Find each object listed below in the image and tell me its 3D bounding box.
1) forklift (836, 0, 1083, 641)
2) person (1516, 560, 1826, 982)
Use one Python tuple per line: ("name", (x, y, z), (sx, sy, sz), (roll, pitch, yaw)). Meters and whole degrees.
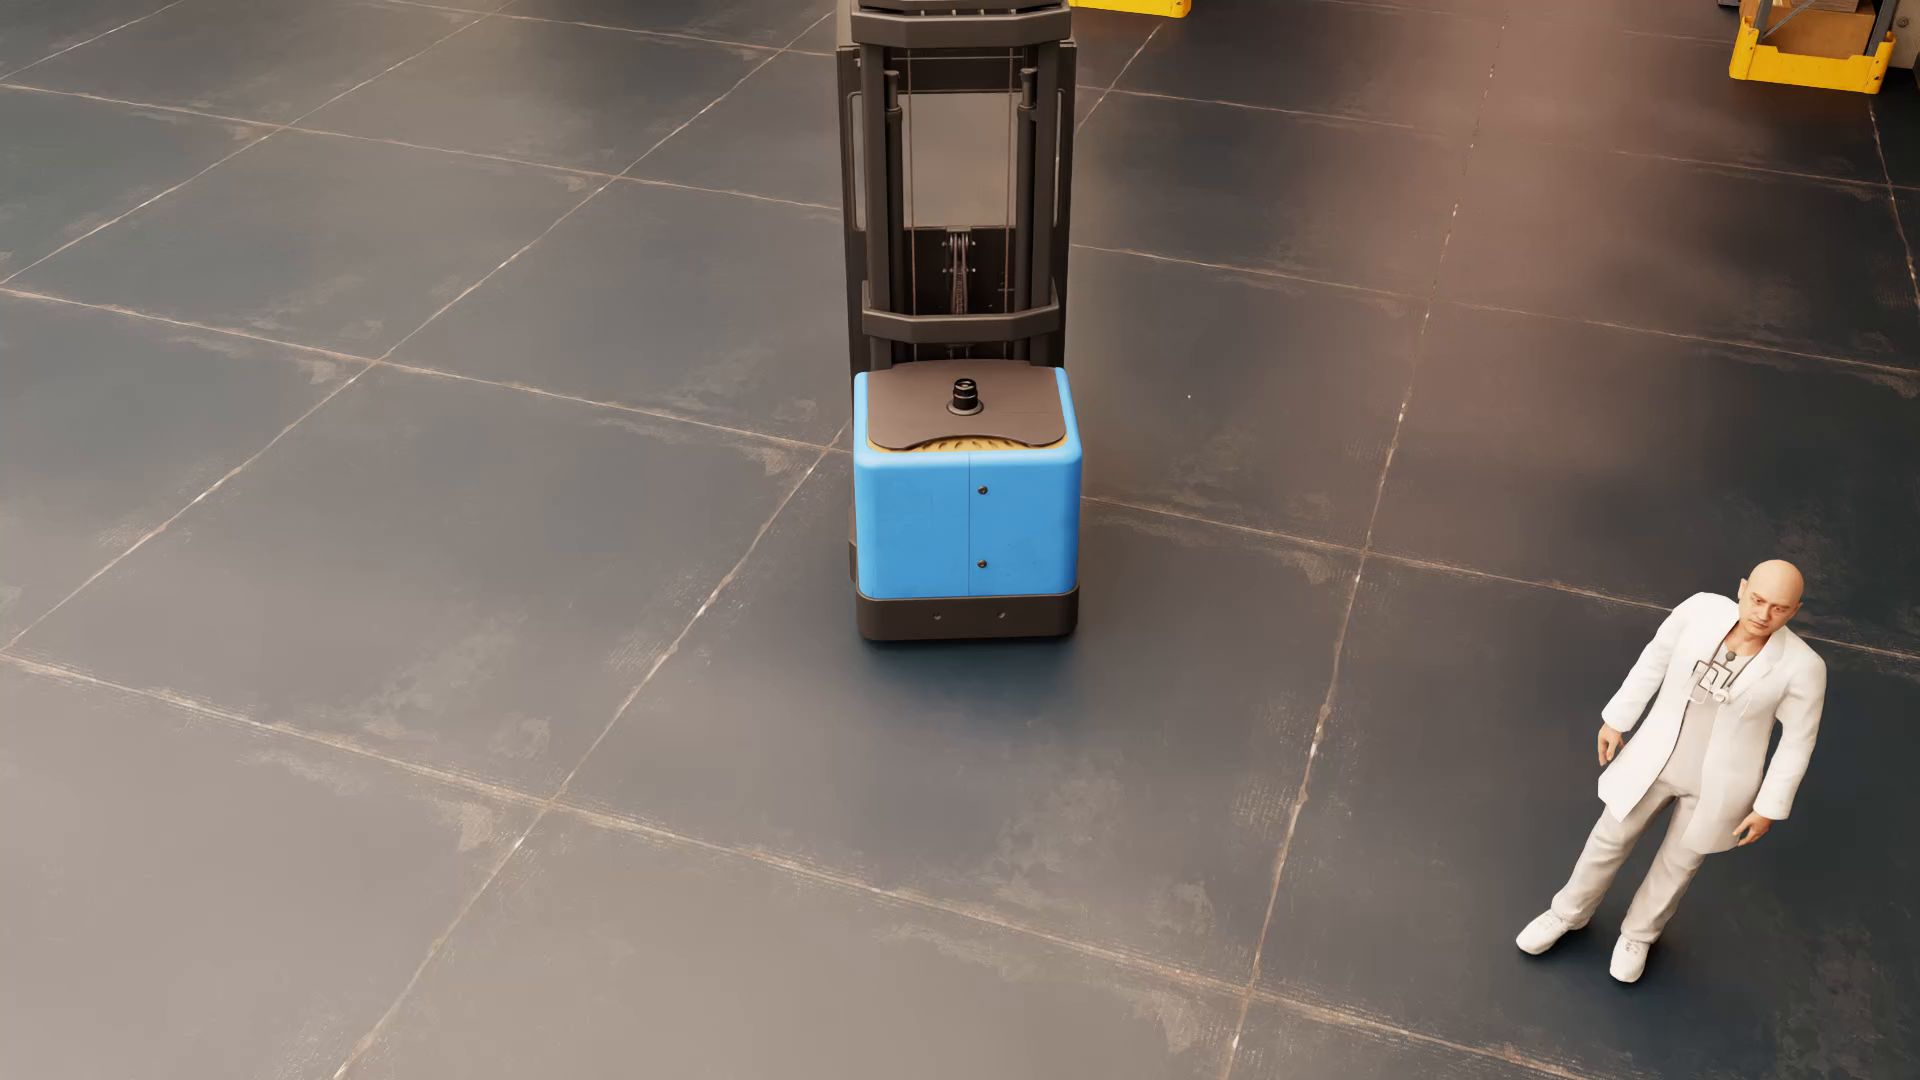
("forklift", (-0.029, -1.547, 8.293), (1.130, 2.935, 3.031), (-2, 35, -2))
("person", (2.550, 0.858, 5.885), (0.695, 1.775, 0.583), (29, 45, 35))
